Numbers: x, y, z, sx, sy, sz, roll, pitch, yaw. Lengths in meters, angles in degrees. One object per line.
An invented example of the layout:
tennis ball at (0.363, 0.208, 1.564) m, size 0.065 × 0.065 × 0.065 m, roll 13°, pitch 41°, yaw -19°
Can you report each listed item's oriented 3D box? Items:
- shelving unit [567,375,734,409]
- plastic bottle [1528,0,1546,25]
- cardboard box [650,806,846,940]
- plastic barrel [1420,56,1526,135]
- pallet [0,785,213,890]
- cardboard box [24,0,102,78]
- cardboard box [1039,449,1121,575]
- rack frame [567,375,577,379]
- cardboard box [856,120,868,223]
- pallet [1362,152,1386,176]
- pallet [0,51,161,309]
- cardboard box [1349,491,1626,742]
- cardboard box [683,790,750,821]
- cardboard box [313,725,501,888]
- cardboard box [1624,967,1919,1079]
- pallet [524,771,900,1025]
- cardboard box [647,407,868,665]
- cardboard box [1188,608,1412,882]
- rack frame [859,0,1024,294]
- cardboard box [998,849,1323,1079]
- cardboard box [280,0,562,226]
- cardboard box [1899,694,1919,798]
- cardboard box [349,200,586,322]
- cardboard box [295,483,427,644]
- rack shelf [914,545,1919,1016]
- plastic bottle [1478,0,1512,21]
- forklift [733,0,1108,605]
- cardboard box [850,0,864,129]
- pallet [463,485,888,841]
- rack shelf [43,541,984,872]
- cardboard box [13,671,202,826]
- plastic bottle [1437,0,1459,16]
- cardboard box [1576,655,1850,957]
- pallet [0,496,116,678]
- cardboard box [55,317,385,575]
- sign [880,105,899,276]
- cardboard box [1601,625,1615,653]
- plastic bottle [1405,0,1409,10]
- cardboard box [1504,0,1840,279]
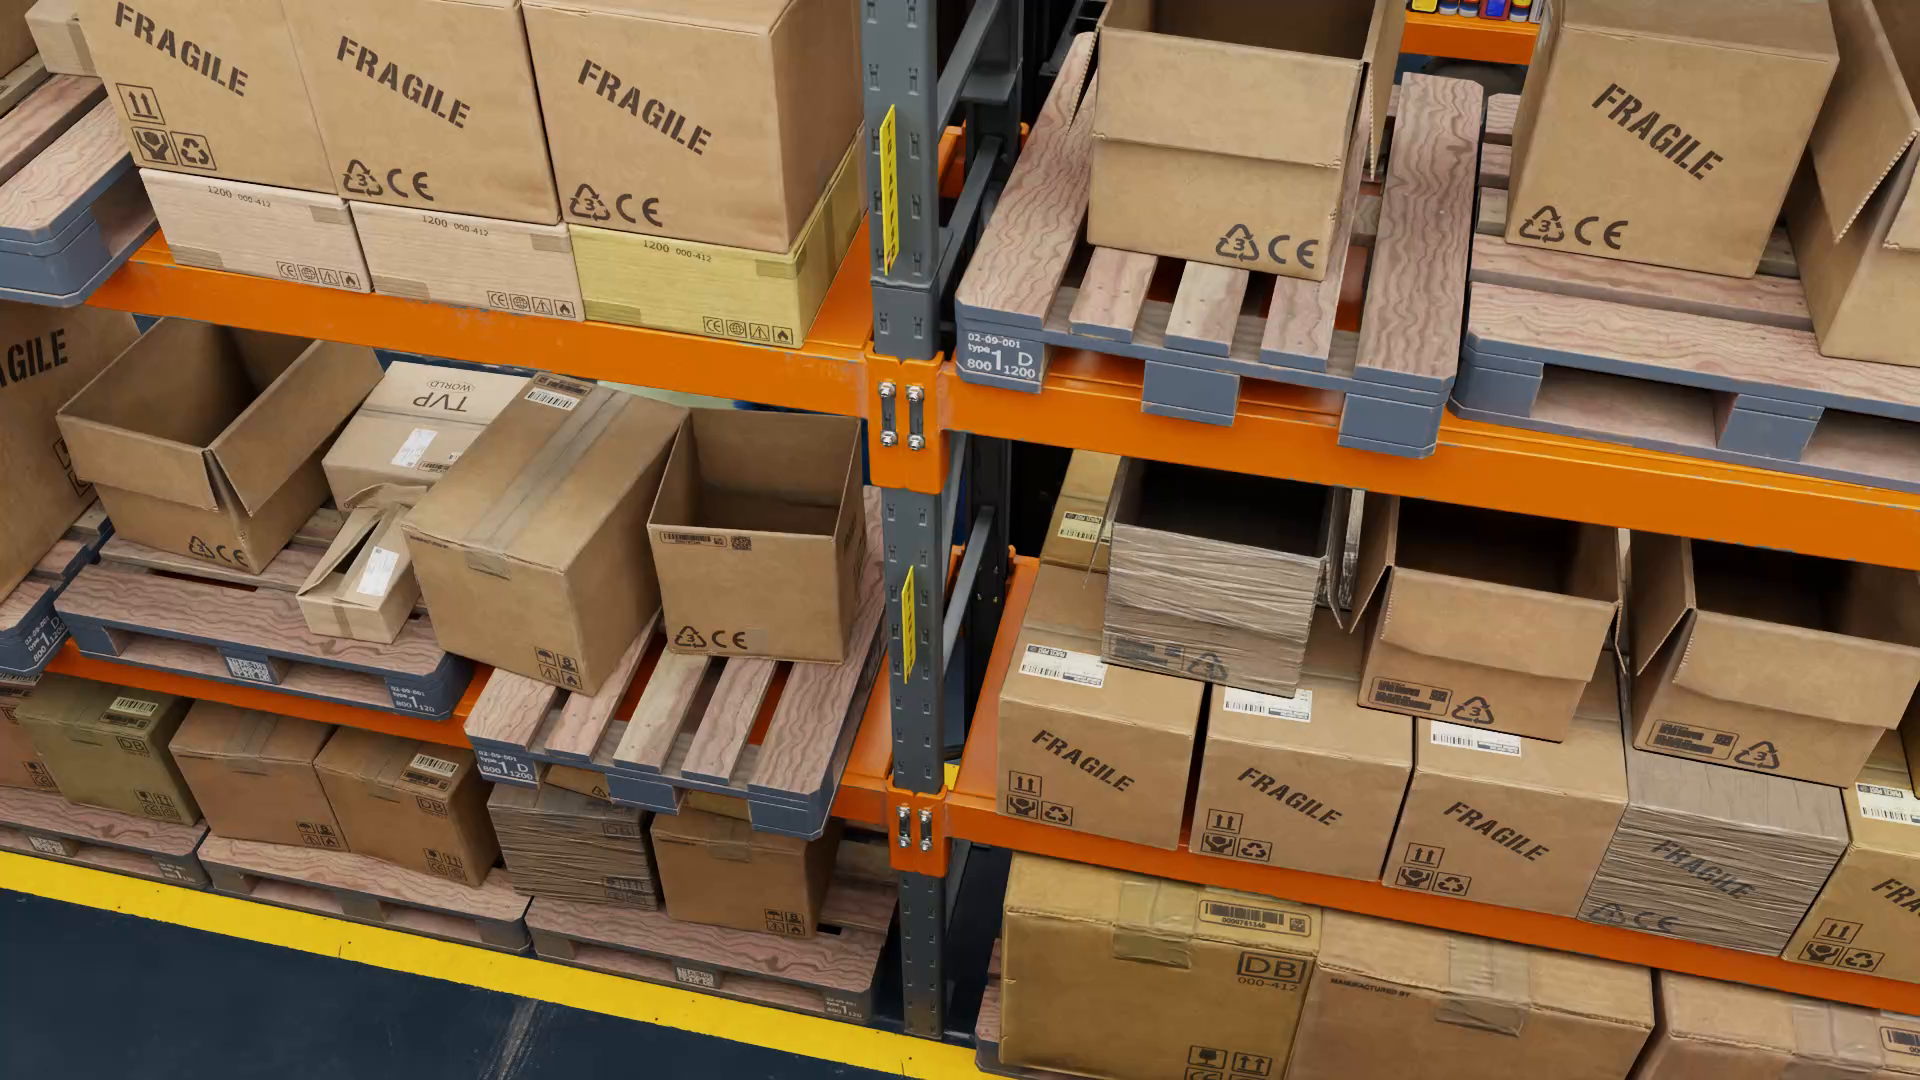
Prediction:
shelving unit at (-1.203, -0.753, 6.911) m, size 0.755 × 1.500 × 0.431 m, roll 10°, pitch 45°, yaw 10°
plastic bottle at (2.772, -2.585, 7.822) m, size 0.135 × 0.276 × 0.152 m, roll 9°, pitch 45°, yaw 9°
cardboard box at (-0.673, 0.882, 5.616) m, size 0.500 × 0.500 × 0.700 m, roll 7°, pitch 44°, yaw 7°
plastic barrel at (2.650, -2.173, 8.741) m, size 0.708 × 0.588 × 0.600 m, roll 9°, pitch 45°, yaw 9°
pallet at (-3.158, 0.744, 6.285) m, size 1.213 × 0.211 × 1.003 m, roll 9°, pitch 45°, yaw 9°
cardboard box at (-2.066, -1.310, 4.110) m, size 0.250 × 0.166 × 0.380 m, roll 8°, pitch 44°, yaw 8°
cardboard box at (0.521, 0.099, 4.872) m, size 0.500 × 0.500 × 0.500 m, roll 10°, pitch 45°, yaw 10°
rack frame at (-1.558, -0.815, 6.975) m, size 0.023 × 1.500 × 0.400 m, roll 10°, pitch 45°, yaw 10°
cardboard box at (-0.417, -1.042, 4.075) m, size 0.500 × 0.250 × 0.500 m, roll 10°, pitch 45°, yaw 10°
pallet at (1.846, -2.028, 9.165) m, size 1.213 × 0.211 × 1.003 m, roll 9°, pitch 45°, yaw 9°
pallet at (-2.326, -1.070, 4.132) m, size 1.003 × 0.211 × 1.213 m, roll 9°, pitch 45°, yaw 9°
cardboard box at (1.331, 0.053, 4.197) m, size 0.637 × 0.503 × 0.797 m, roll 10°, pitch 45°, yaw 10°
cardboard box at (-0.675, 0.619, 5.349) m, size 0.500 × 0.250 × 0.500 m, roll 11°, pitch 45°, yaw 11°
cardboard box at (-1.771, 0.725, 5.779) m, size 0.500 × 0.500 × 0.700 m, roll 12°, pitch 45°, yaw 12°
cardboard box at (2.388, 1.230, 4.999) m, size 0.875 × 0.875 × 1.225 m, roll 7°, pitch 44°, yaw 8°
pallet at (-0.777, 1.113, 5.901) m, size 1.213 × 0.211 × 1.003 m, roll 9°, pitch 45°, yaw 9°
cardboard box at (-0.550, -0.014, 4.687) m, size 0.500 × 0.500 × 0.500 m, roll 4°, pitch 44°, yaw 4°
cardboard box at (0.904, 0.526, 4.428) m, size 0.500 × 0.500 × 0.500 m, roll 8°, pitch 44°, yaw 8°
rack frame at (-0.014, -1.934, 2.730) m, size 0.127 × 3.000 × 1.000 m, roll 9°, pitch 45°, yaw 9°
cardboard box at (0.655, 0.961, 5.278) m, size 0.875 × 0.875 × 1.225 m, roll 7°, pitch 44°, yaw 7°
cardboard box at (-1.037, -1.042, 3.534) m, size 0.500 × 0.500 × 0.500 m, roll 9°, pitch 45°, yaw 9°
cardboard box at (2.597, 0.233, 4.009) m, size 0.637 × 0.503 × 0.797 m, roll 9°, pitch 45°, yaw 10°
cardboard box at (-1.019, -0.771, 3.793) m, size 0.500 × 0.250 × 0.500 m, roll 9°, pitch 45°, yaw 9°
cardboard box at (-1.701, 0.055, 4.784) m, size 0.258 × 0.266 × 0.396 m, roll 8°, pitch 44°, yaw 8°
rack shelf at (1.937, 0.790, 4.745) m, size 4.000 × 0.370 × 1.077 m, roll 9°, pitch 45°, yaw 9°
plastic bottle at (2.537, -2.592, 7.824) m, size 0.133 × 0.283 × 0.061 m, roll 9°, pitch 45°, yaw 9°
forklift at (0.673, -1.006, 6.141) m, size 3.031 × 2.935 × 1.130 m, roll 10°, pitch 45°, yaw 10°
cardboard box at (-0.417, -1.314, 3.817) m, size 0.500 × 0.500 × 0.500 m, roll 9°, pitch 45°, yaw 9°
pallet at (-0.733, 0.261, 4.914) m, size 1.003 × 0.211 × 1.213 m, roll 9°, pitch 45°, yaw 9°
rack shelf at (-1.966, 0.184, 5.374) m, size 4.000 × 0.370 × 1.077 m, roll 9°, pitch 45°, yaw 9°
cardboard box at (-2.862, 0.557, 5.954) m, size 0.500 × 0.500 × 0.700 m, roll 9°, pitch 45°, yaw 9°
plastic bottle at (2.333, -2.632, 7.874) m, size 0.097 × 0.271 × 0.097 m, roll 0°, pitch 44°, yaw 0°
cardboard box at (1.892, 0.678, 4.270) m, size 0.500 × 0.500 × 0.500 m, roll 9°, pitch 45°, yaw 9°
pallet at (-3.204, -0.095, 5.284) m, size 1.213 × 0.211 × 1.003 m, roll 9°, pitch 45°, yaw 9°
cardboard box at (-2.206, -0.366, 5.050) m, size 0.637 × 0.503 × 0.797 m, roll 13°, pitch 45°, yaw 13°
sign at (-0.135, -0.672, 3.210) m, size 0.005 × 0.325 × 0.100 m, roll 9°, pitch 45°, yaw 9°
cardboard box at (1.514, 0.255, 4.710) m, size 0.500 × 0.500 × 0.500 m, roll 7°, pitch 44°, yaw 8°
plastic bottle at (2.108, -2.642, 7.935) m, size 0.097 × 0.201 × 0.097 m, roll 0°, pitch 44°, yaw 0°
cardboard box at (1.458, -0.925, 3.471) m, size 0.500 × 0.500 × 0.500 m, roll 11°, pitch 45°, yaw 11°
